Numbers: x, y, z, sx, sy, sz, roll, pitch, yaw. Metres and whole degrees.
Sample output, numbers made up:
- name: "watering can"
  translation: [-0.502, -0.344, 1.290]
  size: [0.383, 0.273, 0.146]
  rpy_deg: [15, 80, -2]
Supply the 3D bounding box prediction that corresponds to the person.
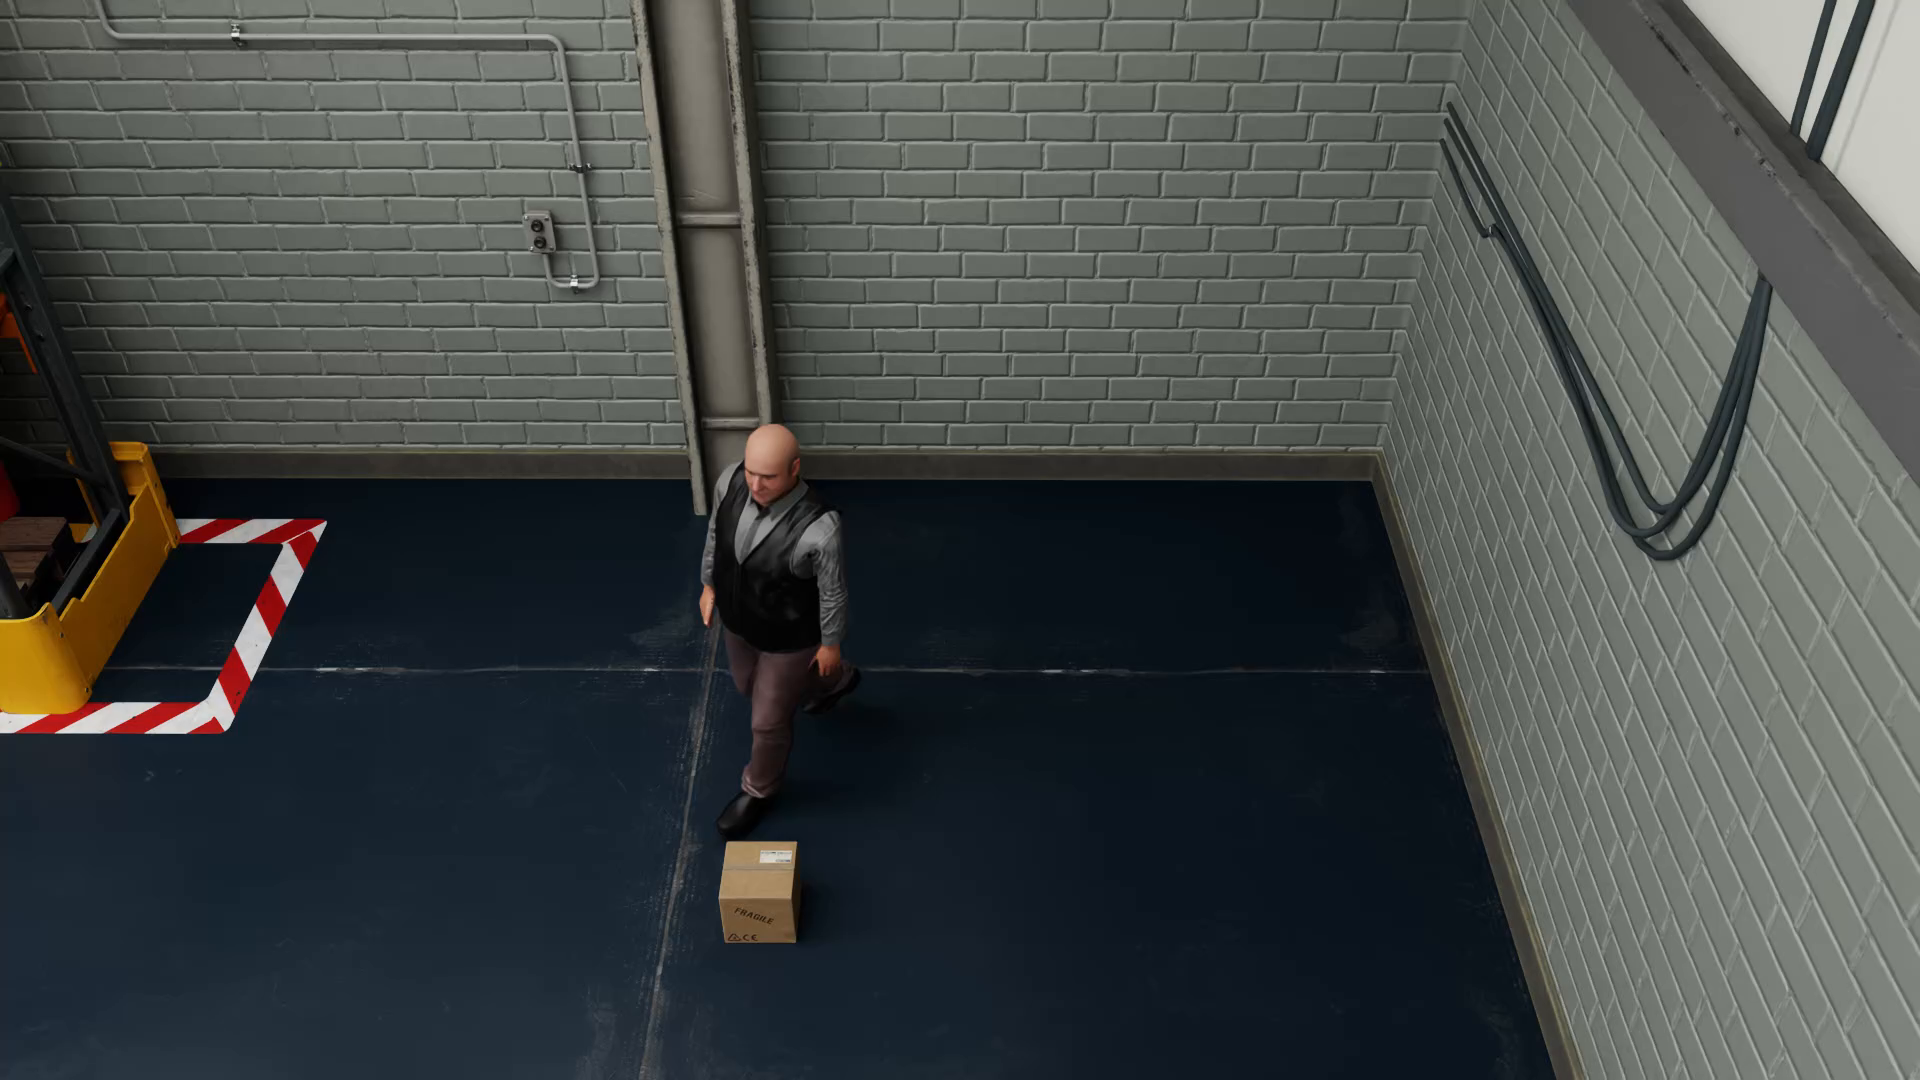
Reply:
- name: "person"
  translation: [-0.623, 0.258, 5.859]
  size: [0.603, 1.712, 0.811]
  rpy_deg: [28, 47, 30]
